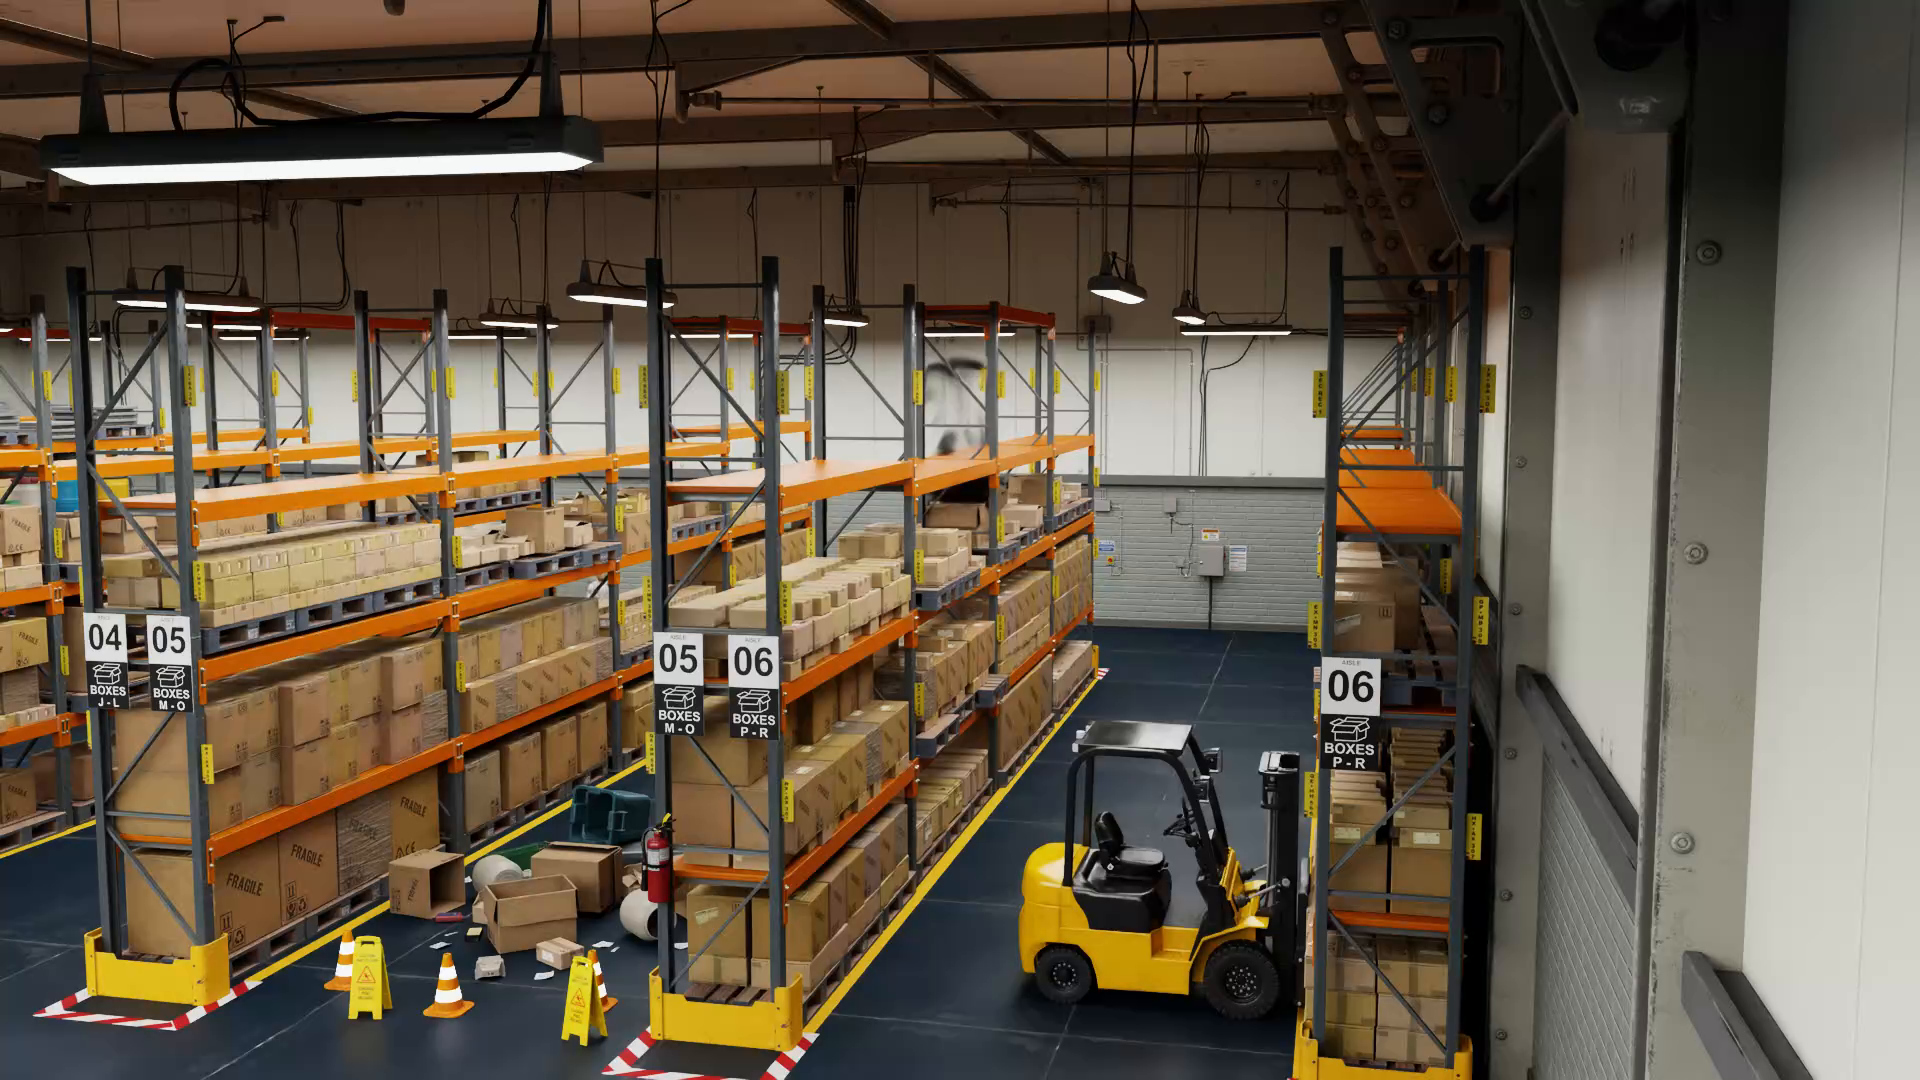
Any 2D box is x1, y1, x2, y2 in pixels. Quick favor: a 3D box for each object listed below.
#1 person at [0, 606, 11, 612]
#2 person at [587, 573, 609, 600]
[{"bbox_3d":[-15.678,1.572,26.868,0.652,1.742,0.902,0,6,3],"label":"person"},{"bbox_3d":[-6.523,1.268,30.496,0.604,1.633,0.463,-3,6,-24],"label":"person"}]
